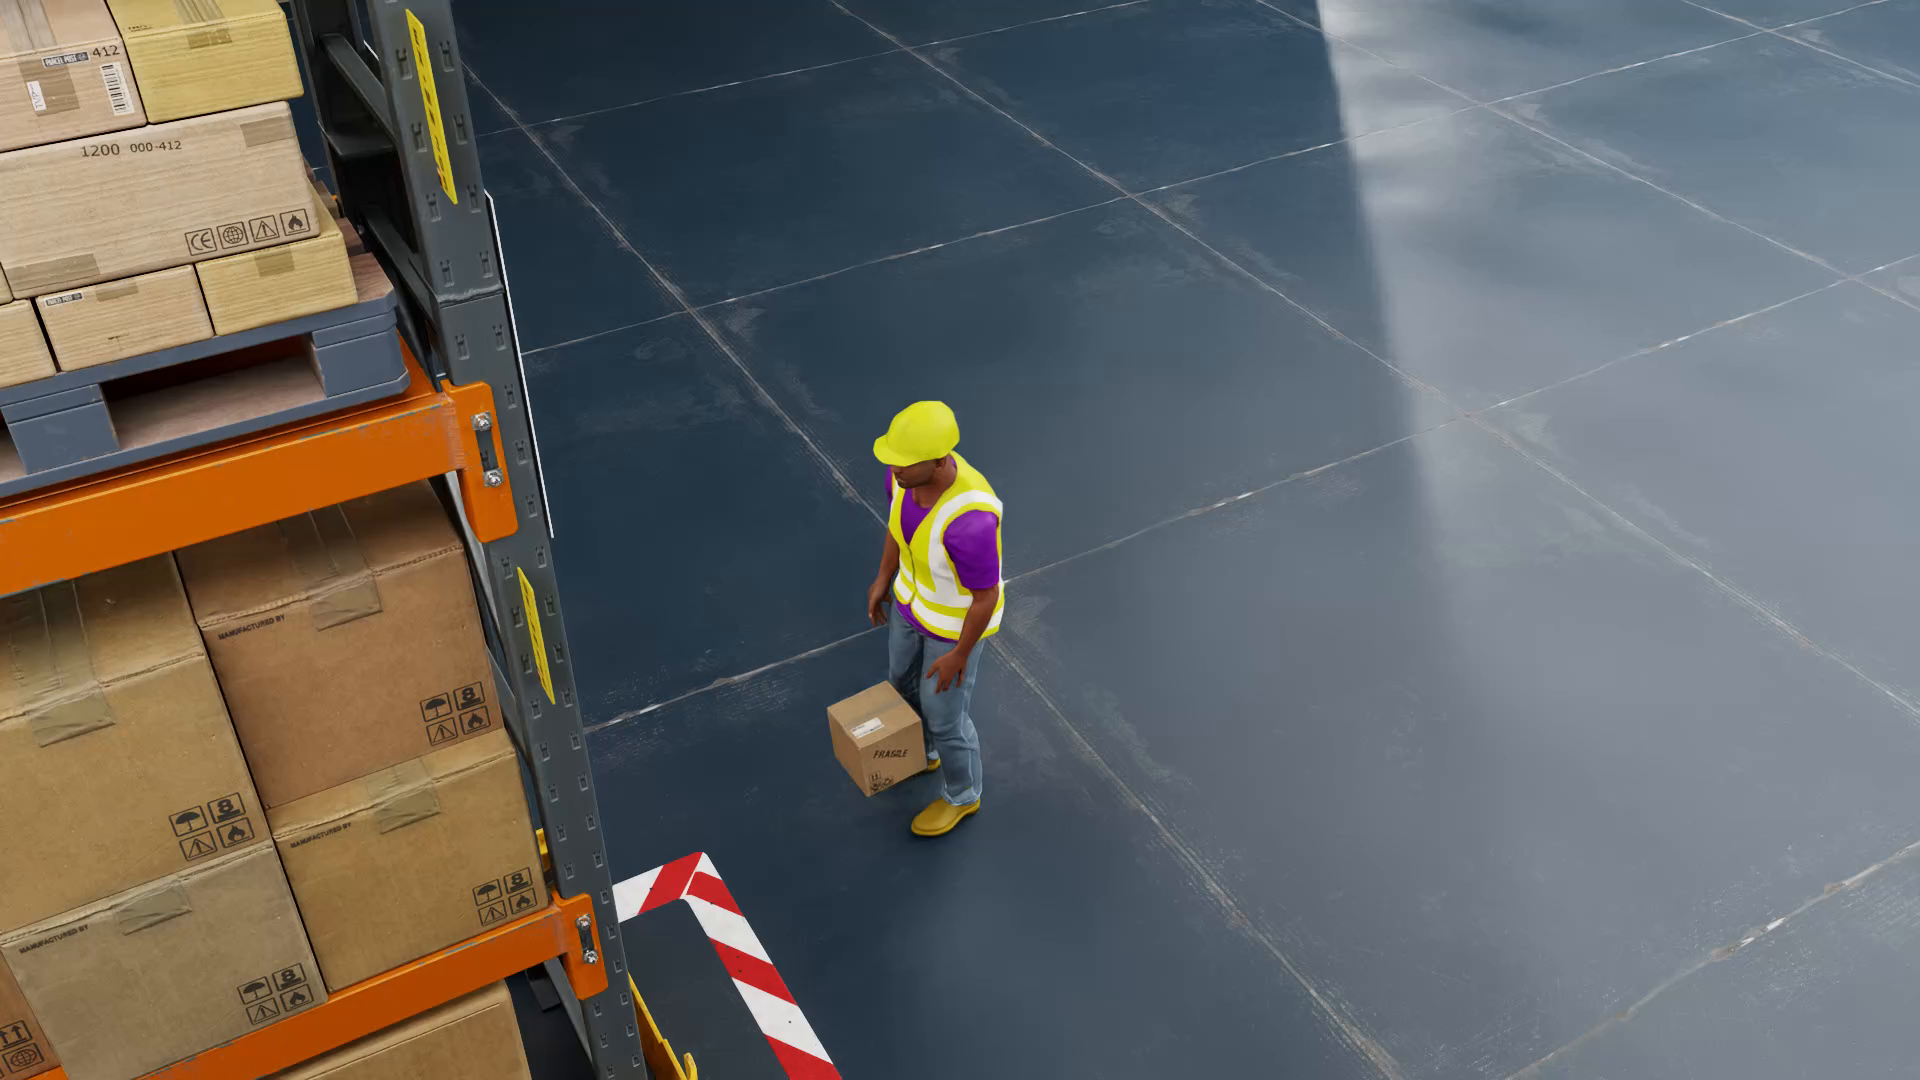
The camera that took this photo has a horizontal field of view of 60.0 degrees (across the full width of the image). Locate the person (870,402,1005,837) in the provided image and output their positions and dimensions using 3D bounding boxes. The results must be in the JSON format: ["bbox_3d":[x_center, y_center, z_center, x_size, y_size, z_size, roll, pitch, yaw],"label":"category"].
[{"bbox_3d":[-0.088,0.262,5.780,0.443,1.763,0.601,-20,41,-25],"label":"person"}]
